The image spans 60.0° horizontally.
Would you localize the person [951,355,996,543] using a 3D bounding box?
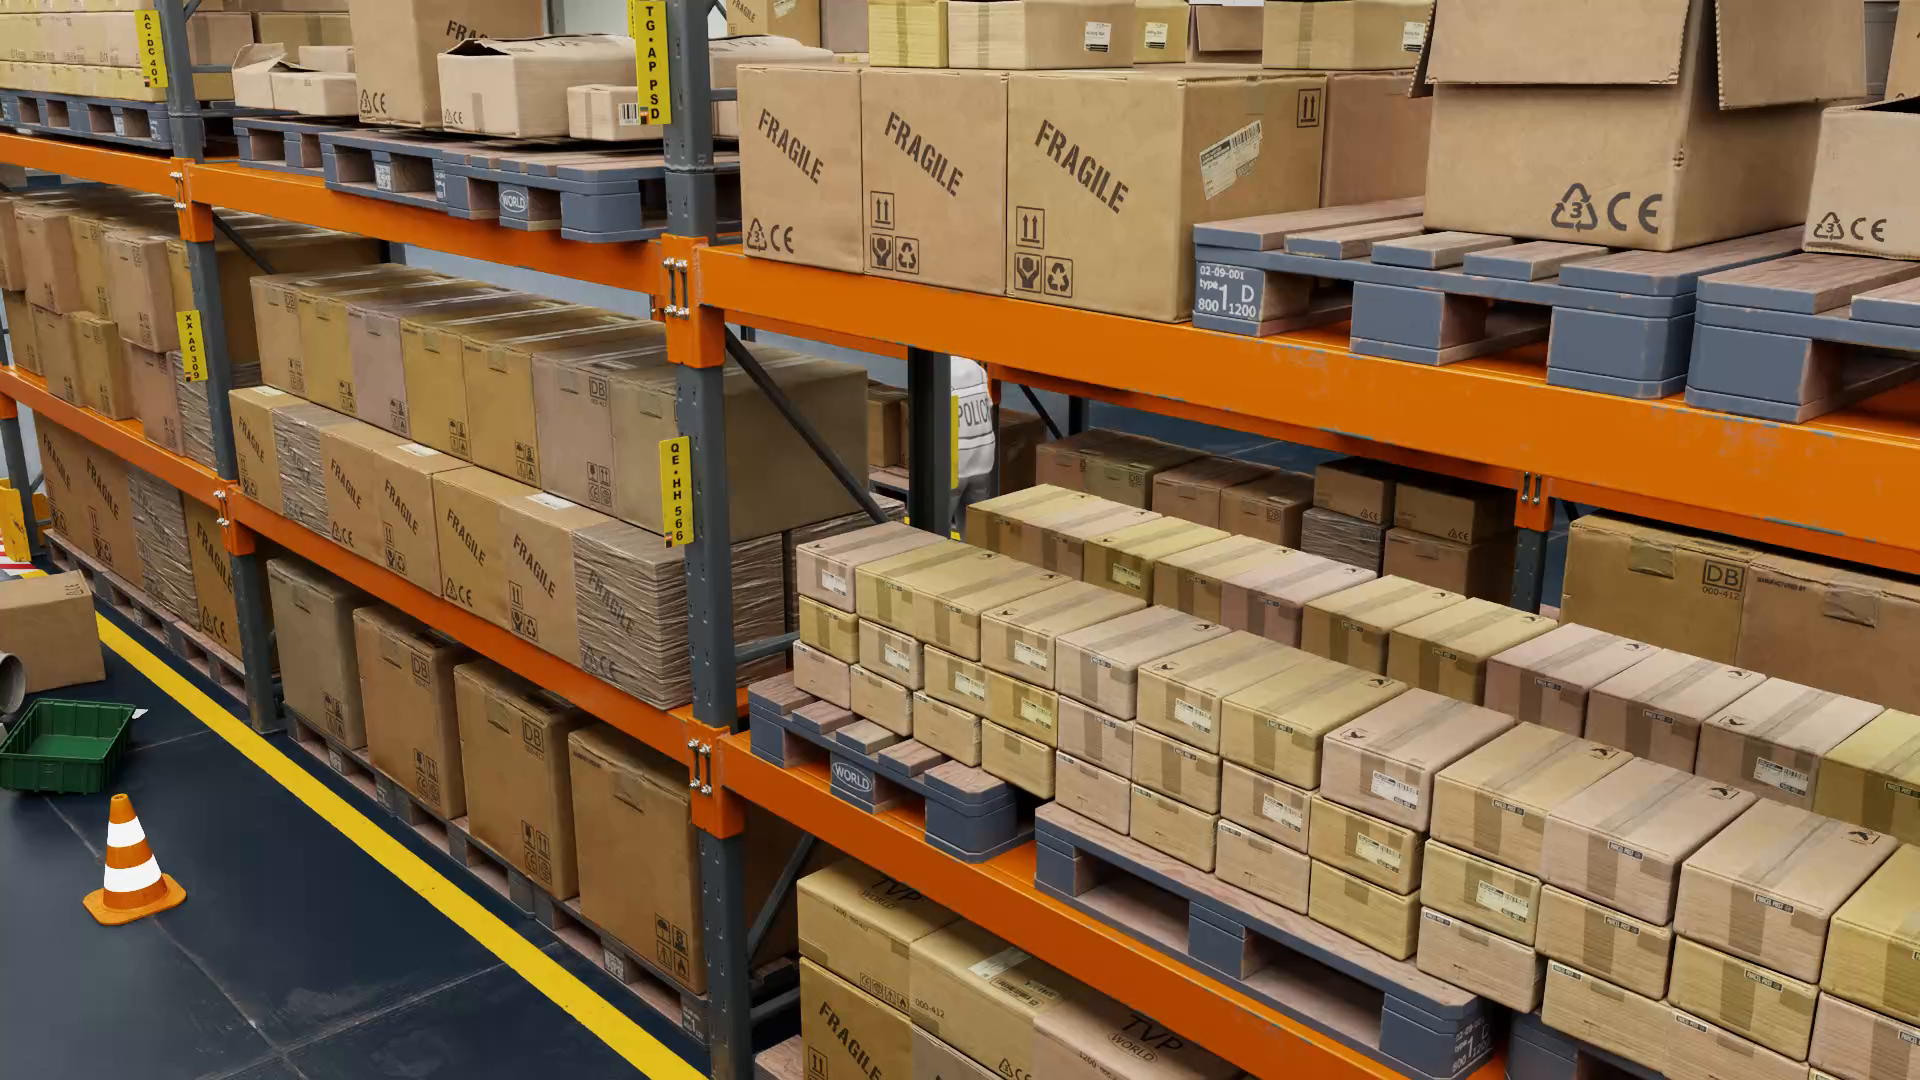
[{"bbox_3d":[-0.029,-0.448,9.979,0.585,1.749,0.434,-15,23,-41],"label":"person"}]
